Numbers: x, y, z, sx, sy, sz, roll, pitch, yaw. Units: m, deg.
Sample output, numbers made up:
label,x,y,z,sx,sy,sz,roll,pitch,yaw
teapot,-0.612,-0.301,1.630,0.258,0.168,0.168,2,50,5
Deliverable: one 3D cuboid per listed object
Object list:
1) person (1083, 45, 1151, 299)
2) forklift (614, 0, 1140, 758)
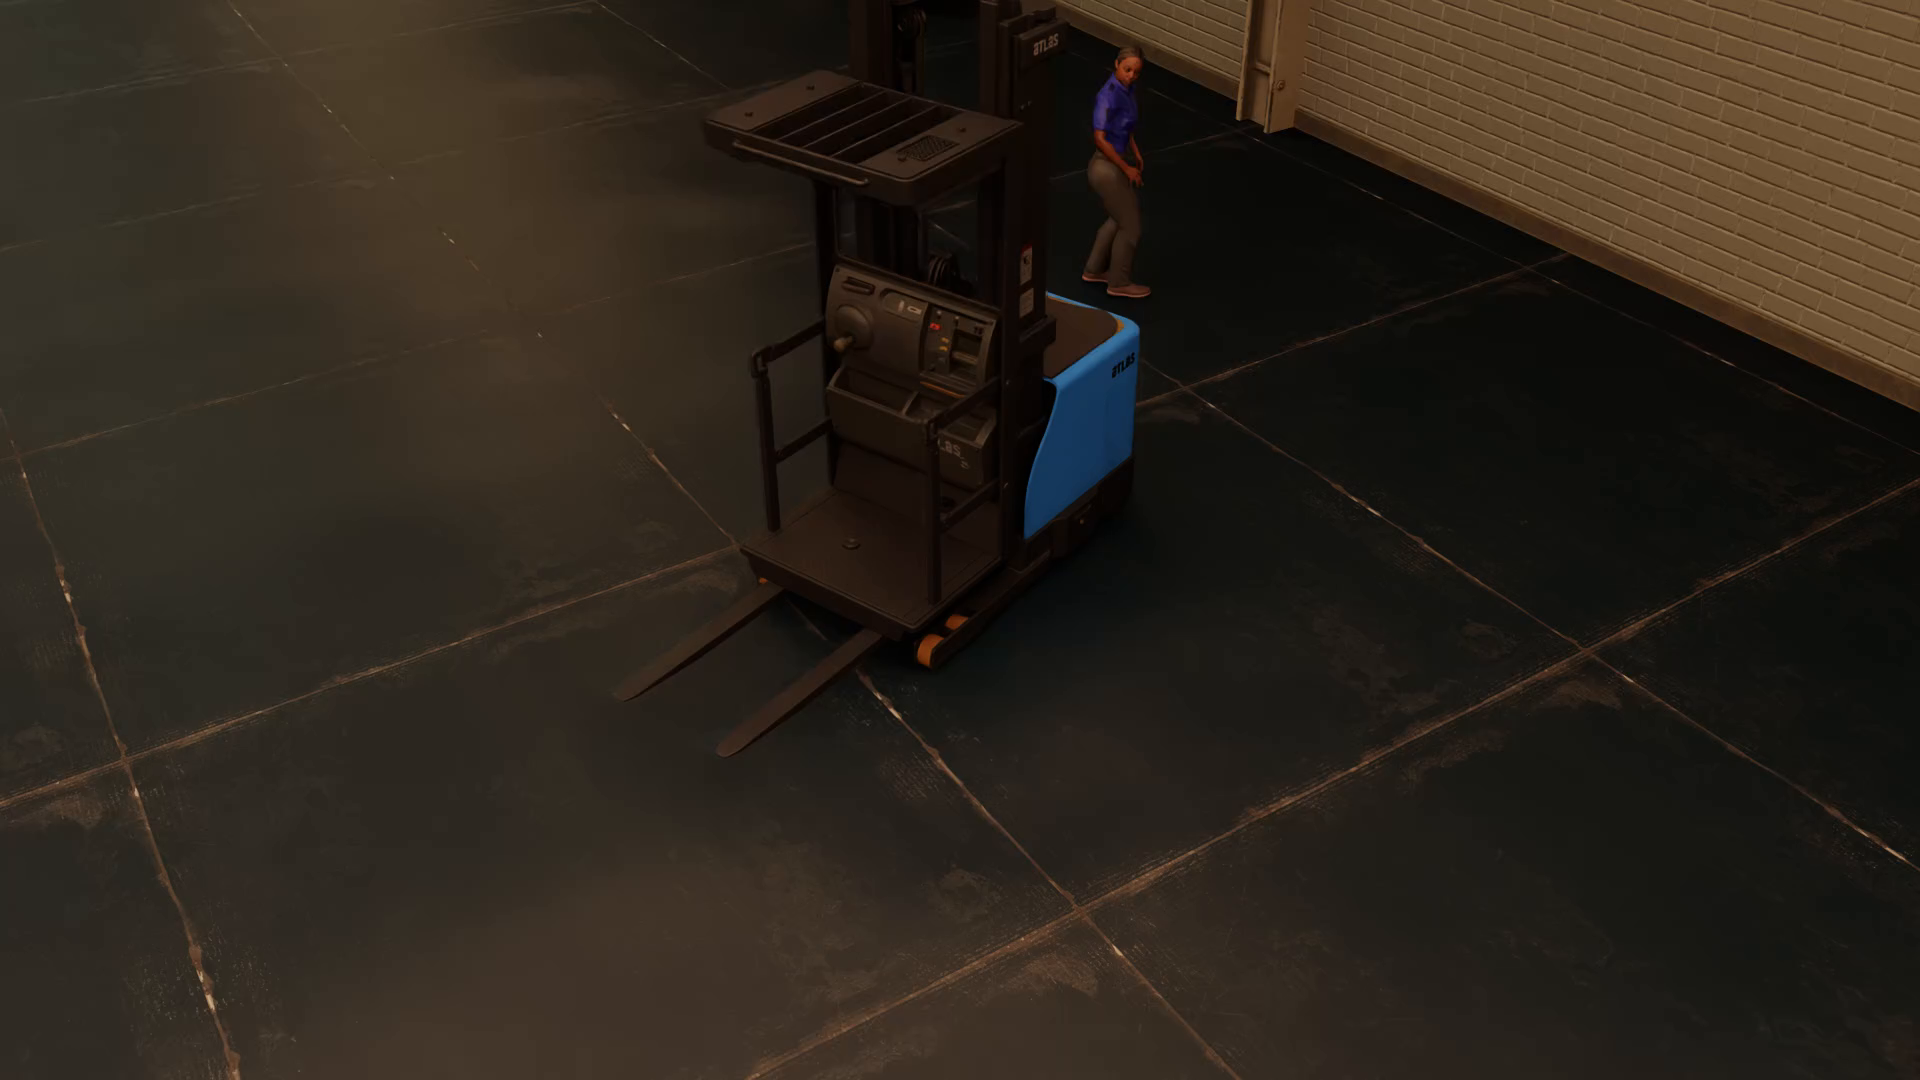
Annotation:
label,x,y,z,sx,sy,sz,roll,pitch,yaw
person,1.049,-2.370,10.671,0.460,1.625,0.651,4,35,5
forklift,-0.357,-0.911,7.444,1.130,2.935,3.031,23,41,29
